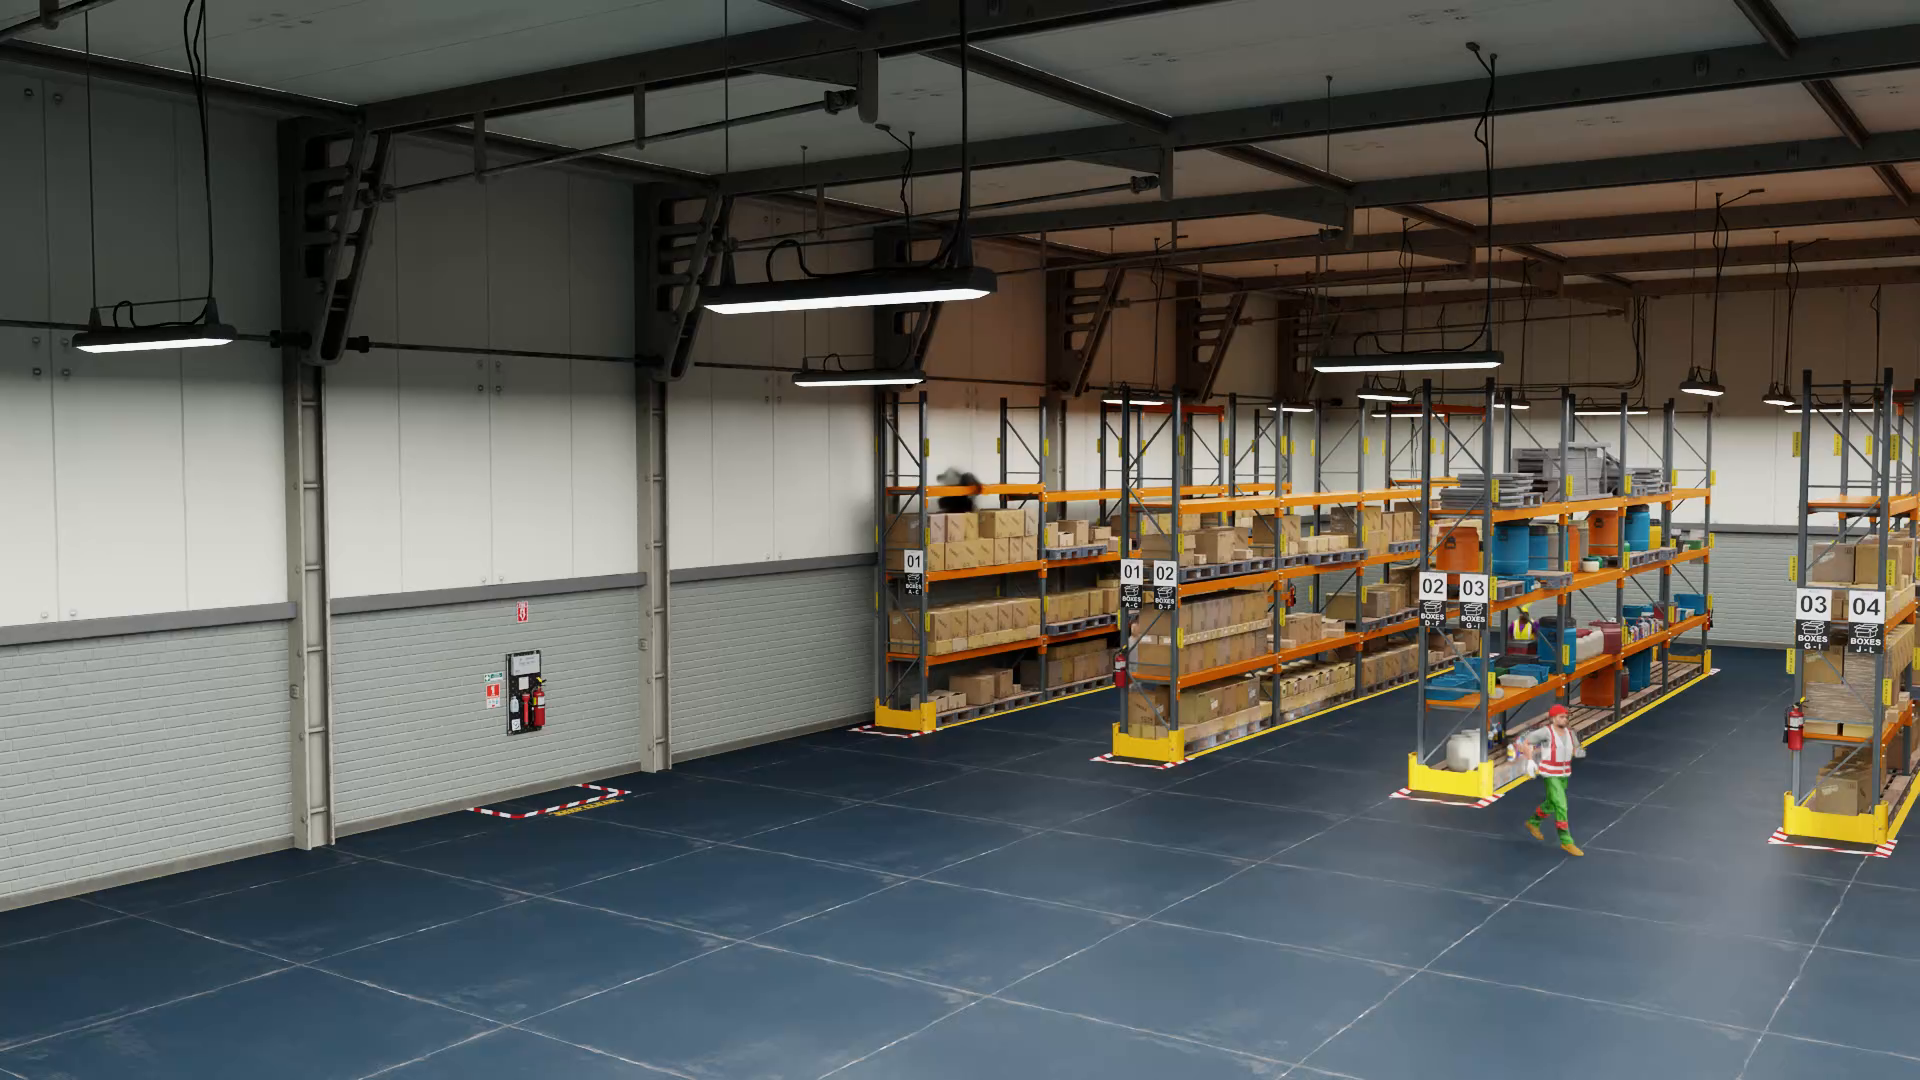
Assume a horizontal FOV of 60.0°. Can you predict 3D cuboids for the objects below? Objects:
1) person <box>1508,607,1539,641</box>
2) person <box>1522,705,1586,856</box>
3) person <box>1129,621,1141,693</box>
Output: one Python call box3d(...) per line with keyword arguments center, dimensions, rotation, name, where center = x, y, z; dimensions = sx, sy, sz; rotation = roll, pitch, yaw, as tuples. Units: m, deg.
box3d(center=(11.626, 2.237, 34.296), dimensions=(0.686, 1.722, 0.589), rotation=(2, 4, 33), name="person")
box3d(center=(7.374, 2.926, 20.629), dimensions=(0.660, 1.791, 0.984), rotation=(-2, 4, -27), name="person")
box3d(center=(3.086, 2.276, 29.392), dimensions=(0.553, 1.679, 0.565), rotation=(2, 4, 26), name="person")
